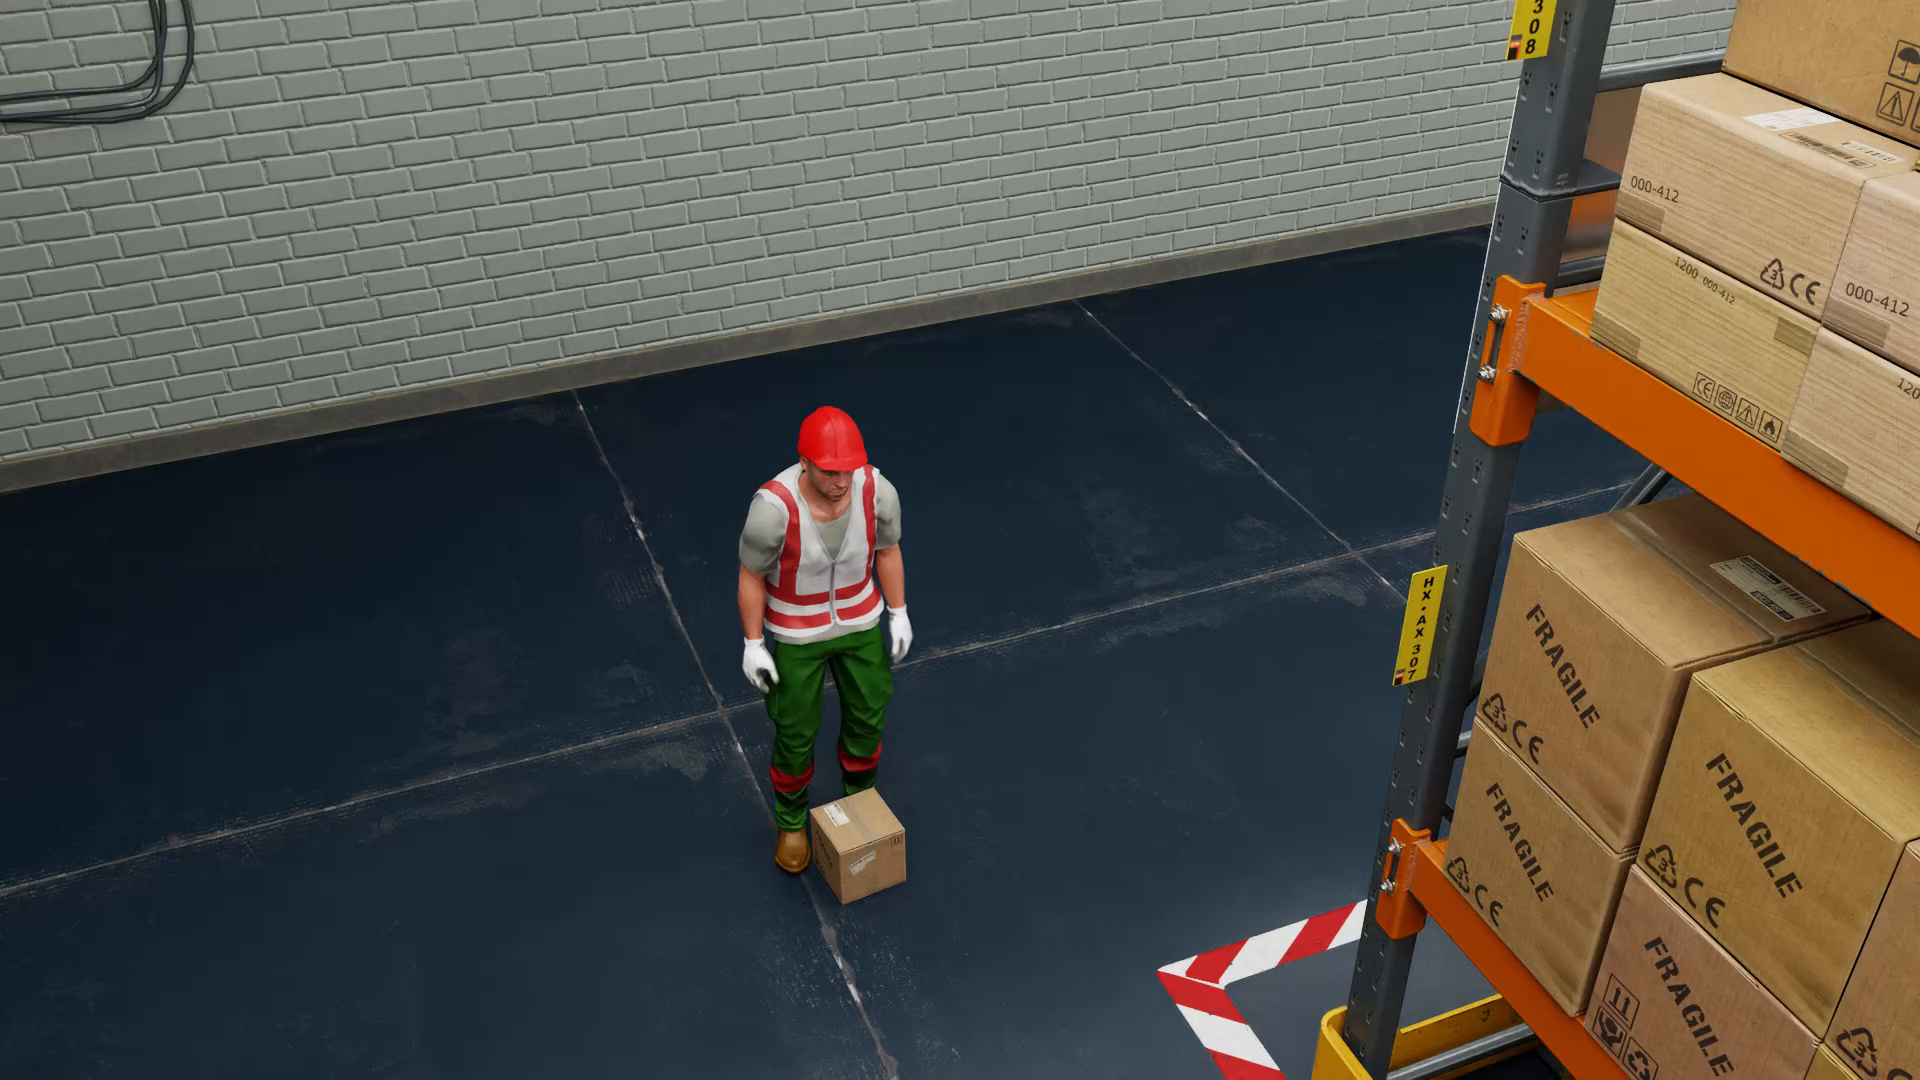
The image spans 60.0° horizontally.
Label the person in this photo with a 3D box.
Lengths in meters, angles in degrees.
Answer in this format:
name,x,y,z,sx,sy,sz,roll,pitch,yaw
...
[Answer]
name,x,y,z,sx,sy,sz,roll,pitch,yaw
person,-0.445,0.298,5.618,0.579,1.720,0.453,-13,35,-19
